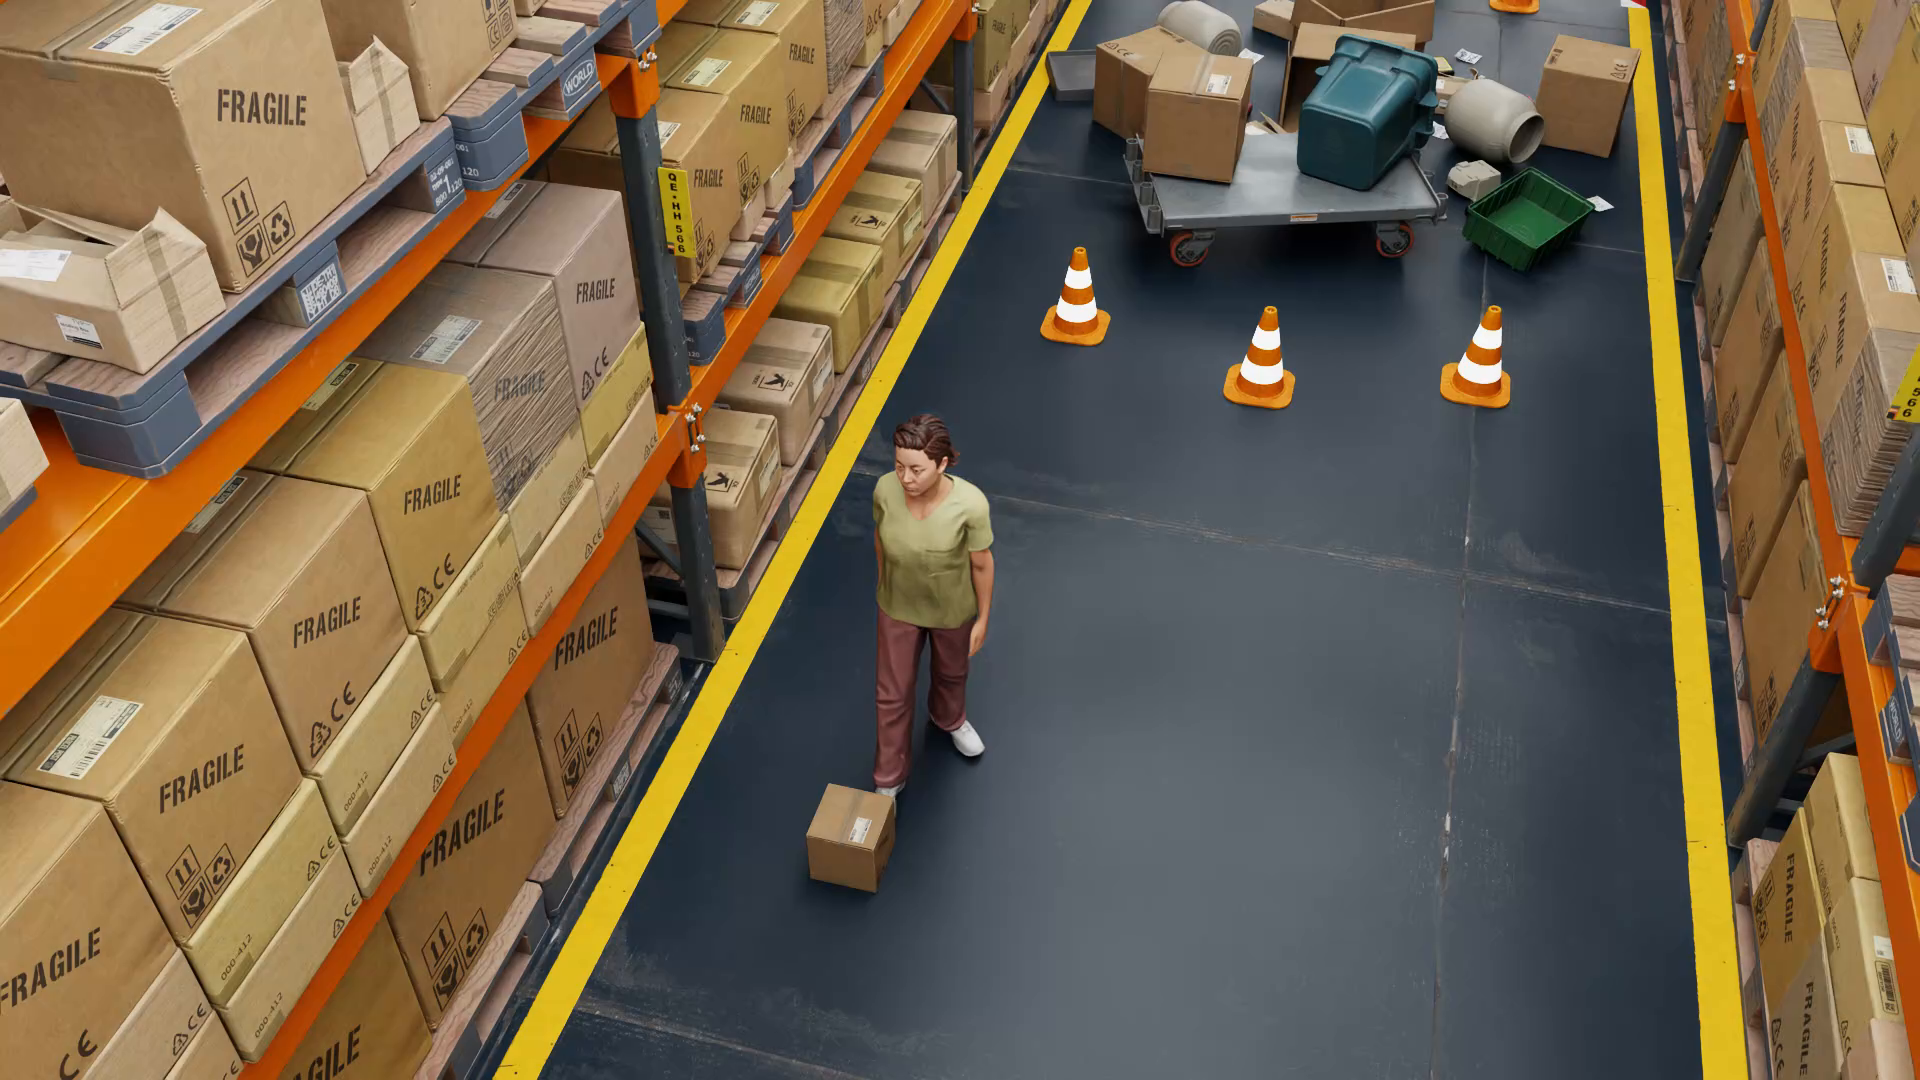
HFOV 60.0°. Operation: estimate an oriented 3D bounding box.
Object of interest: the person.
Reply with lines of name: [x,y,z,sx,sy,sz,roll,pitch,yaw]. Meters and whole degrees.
person: [-0.105,0.267,5.849,0.444,1.659,0.658,5,41,6]
